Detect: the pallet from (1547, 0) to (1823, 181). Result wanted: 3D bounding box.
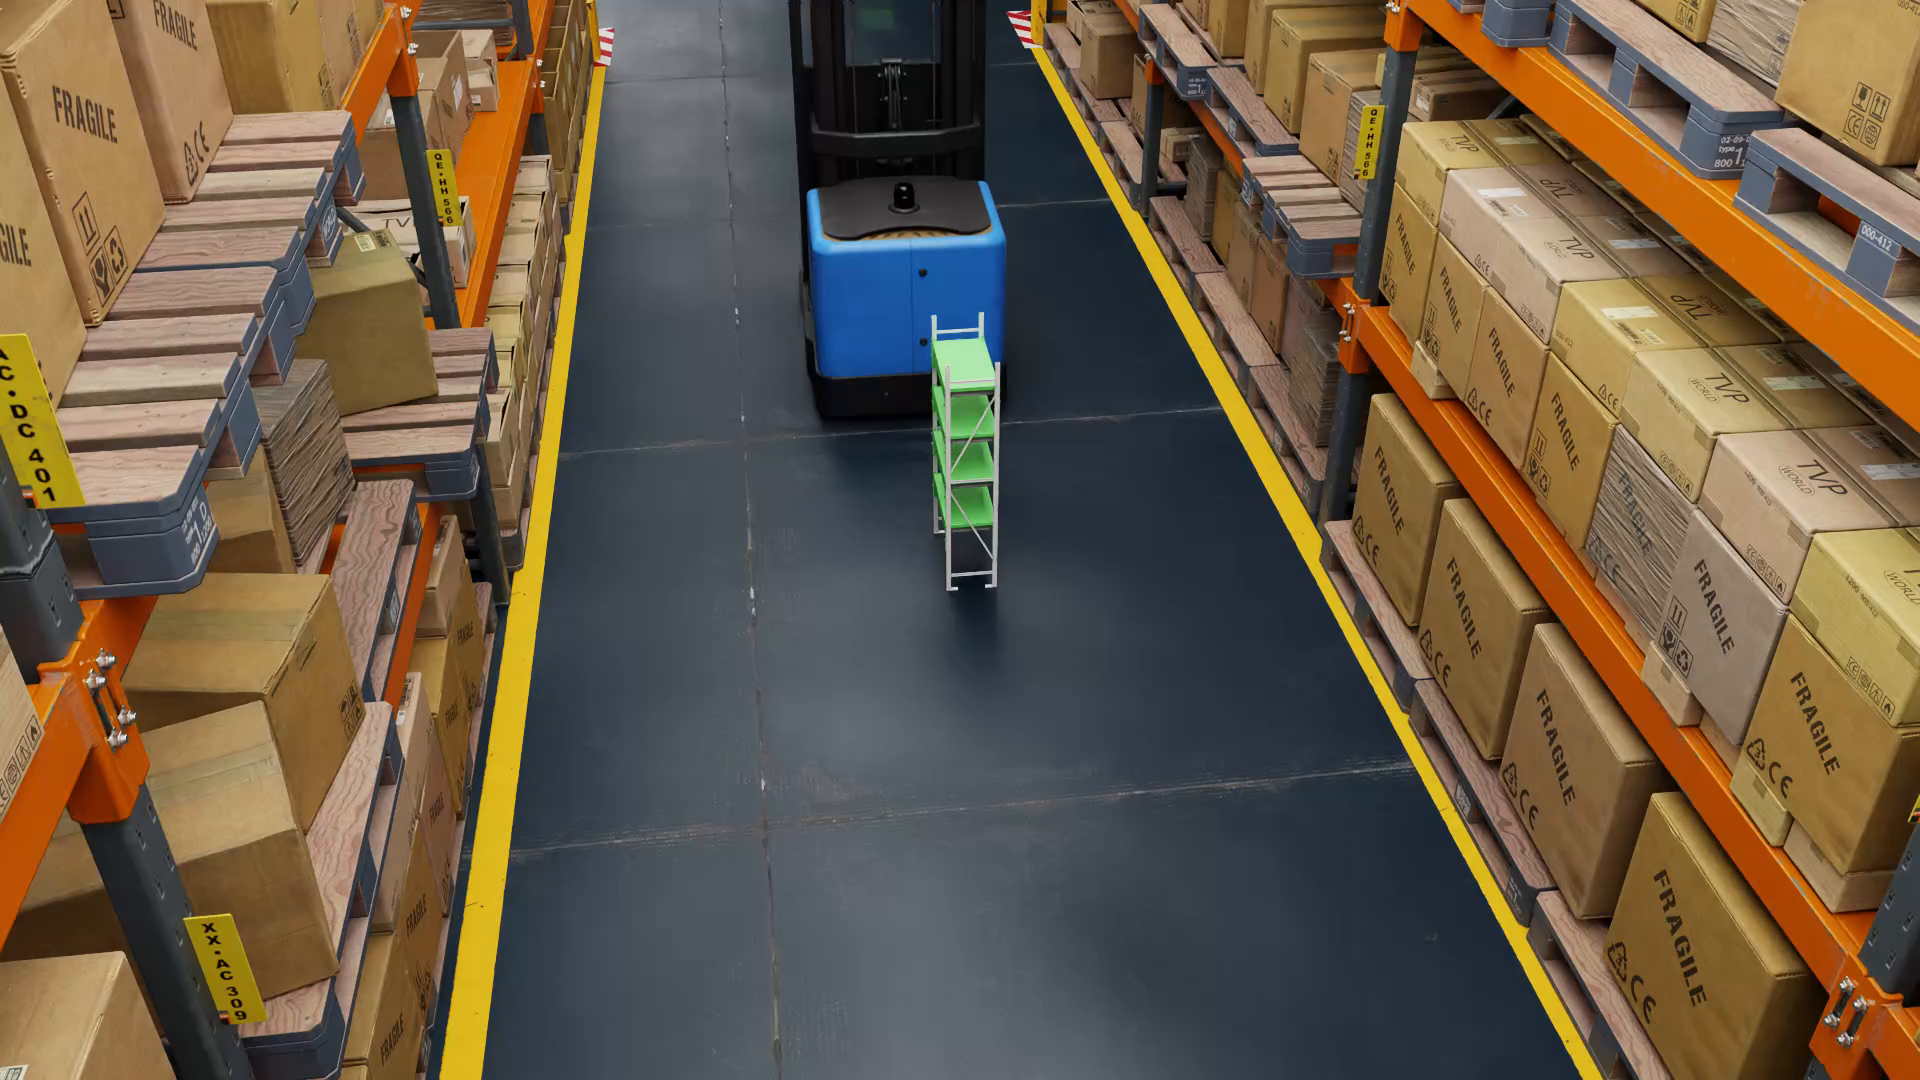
[{"bbox_3d":[2.584,-1.484,5.268,1.003,0.211,1.213,-3,34,-4],"label":"pallet"}]

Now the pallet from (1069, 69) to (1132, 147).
[{"bbox_3d":[1.461,-3.436,13.104,1.003,0.211,1.213,-4,35,-6],"label":"pallet"}]

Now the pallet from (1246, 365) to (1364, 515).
[{"bbox_3d":[2.188,-0.586,8.922,1.003,0.211,1.213,-4,35,-6],"label":"pallet"}]

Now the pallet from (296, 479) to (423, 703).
[{"bbox_3d":[-2.351,0.240,5.405,1.003,0.211,1.213,-4,35,-6],"label":"pallet"}]

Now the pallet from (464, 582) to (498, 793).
[{"bbox_3d":[-2.554,0.647,7.113,1.003,0.211,1.213,-4,35,-6],"label":"pallet"}]

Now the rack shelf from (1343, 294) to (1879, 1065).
[{"bbox_3d":[2.560,0.112,6.061,1.077,0.370,4.000,-4,35,-6],"label":"rack shelf"}]

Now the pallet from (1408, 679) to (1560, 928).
[{"bbox_3d":[2.484,0.976,6.631,1.003,0.211,1.213,-4,35,-6],"label":"pallet"}]

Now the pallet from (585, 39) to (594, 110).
[{"bbox_3d":[-3.548,-3.813,13.657,1.003,0.211,1.213,-4,35,-6],"label":"pallet"}]

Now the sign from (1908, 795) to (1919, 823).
[{"bbox_3d":[2.293,0.531,3.849,0.100,0.325,0.005,-4,35,-6],"label":"sign"}]

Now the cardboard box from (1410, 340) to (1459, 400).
[{"bbox_3d":[2.083,-0.709,6.832,0.380,0.149,0.250,-3,34,-5],"label":"cardboard box"}]

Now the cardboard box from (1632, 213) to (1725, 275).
[{"bbox_3d":[2.741,-0.975,5.980,0.500,0.250,0.500,-5,35,-8],"label":"cardboard box"}]

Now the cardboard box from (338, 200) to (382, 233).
[{"bbox_3d":[-2.844,-1.528,8.052,0.380,0.149,0.250,-2,34,-3],"label":"cardboard box"}]

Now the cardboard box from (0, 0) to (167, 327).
[{"bbox_3d":[-2.186,-0.846,3.614,0.600,0.600,0.600,-5,35,-7],"label":"cardboard box"}]

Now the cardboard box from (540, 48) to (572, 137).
[{"bbox_3d":[-2.982,-3.065,11.486,0.500,0.500,0.500,-4,35,-6],"label":"cardboard box"}]

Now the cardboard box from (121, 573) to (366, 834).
[{"bbox_3d":[-2.076,0.433,4.490,0.700,0.500,0.500,1,34,1],"label":"cardboard box"}]

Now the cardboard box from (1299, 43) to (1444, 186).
[{"bbox_3d":[2.116,-2.096,8.183,0.700,0.500,0.500,-8,35,-11],"label":"cardboard box"}]

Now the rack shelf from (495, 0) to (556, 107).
[{"bbox_3d":[-3.424,-3.975,12.059,1.077,0.370,4.000,-4,35,-6],"label":"rack shelf"}]

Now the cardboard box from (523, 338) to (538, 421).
[{"bbox_3d":[-2.541,-0.846,8.897,0.500,0.250,0.500,-5,35,-8],"label":"cardboard box"}]

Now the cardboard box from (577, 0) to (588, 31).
[{"bbox_3d":[-3.326,-4.459,13.532,0.500,0.500,0.500,-4,35,-6],"label":"cardboard box"}]

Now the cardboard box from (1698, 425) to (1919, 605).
[{"bbox_3d":[2.454,-0.079,4.666,0.500,0.250,0.500,-4,34,-5],"label":"cardboard box"}]

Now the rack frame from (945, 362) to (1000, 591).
[{"bbox_3d":[0.055,-0.267,7.577,0.240,1.200,0.015,-4,35,-6],"label":"rack frame"}]

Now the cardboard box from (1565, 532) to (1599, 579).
[{"bbox_3d":[2.352,-0.003,5.795,0.380,0.149,0.250,-3,34,-5],"label":"cardboard box"}]

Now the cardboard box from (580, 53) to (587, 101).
[{"bbox_3d":[-3.180,-3.592,12.926,0.500,0.250,0.500,-4,35,-6],"label":"cardboard box"}]

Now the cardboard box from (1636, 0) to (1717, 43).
[{"bbox_3d":[2.598,-1.897,5.226,0.700,0.500,0.500,-3,34,-4],"label":"cardboard box"}]

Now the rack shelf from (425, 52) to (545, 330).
[{"bbox_3d":[-2.886,-1.743,8.783,1.077,0.370,4.000,-4,35,-6],"label":"rack shelf"}]

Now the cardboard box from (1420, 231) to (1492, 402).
[{"bbox_3d":[2.164,-0.891,6.523,0.500,0.500,0.500,-3,34,-5],"label":"cardboard box"}]

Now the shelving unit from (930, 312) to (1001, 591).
[{"bbox_3d":[0.022,-0.403,7.777,0.258,1.200,0.503,-4,35,-6],"label":"shelving unit"}]

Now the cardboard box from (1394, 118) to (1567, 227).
[{"bbox_3d":[2.101,-1.495,6.744,0.500,0.250,0.500,-4,34,-5],"label":"cardboard box"}]

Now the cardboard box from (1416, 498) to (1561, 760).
[{"bbox_3d":[2.372,0.323,6.649,0.750,0.750,0.750,-5,35,-7],"label":"cardboard box"}]

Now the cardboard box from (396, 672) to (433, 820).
[{"bbox_3d":[-2.105,0.723,5.689,0.500,0.250,0.500,-5,35,-7],"label":"cardboard box"}]

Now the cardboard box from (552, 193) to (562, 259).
[{"bbox_3d":[-2.812,-1.984,10.567,0.500,0.250,0.500,-5,35,-7],"label":"cardboard box"}]

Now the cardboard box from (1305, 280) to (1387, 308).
[{"bbox_3d":[2.128,-1.481,8.923,0.500,0.250,0.500,-4,34,-5],"label":"cardboard box"}]

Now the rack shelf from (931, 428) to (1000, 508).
[{"bbox_3d":[0.022,-0.351,7.813,0.258,0.148,0.480,-4,35,-6],"label":"rack shelf"}]

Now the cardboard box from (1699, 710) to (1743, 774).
[{"bbox_3d":[2.456,0.572,4.953,0.380,0.149,0.250,-3,34,-5],"label":"cardboard box"}]

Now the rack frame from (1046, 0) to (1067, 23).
[{"bbox_3d":[1.215,-5.766,14.047,1.000,3.000,0.127,-4,35,-6],"label":"rack frame"}]

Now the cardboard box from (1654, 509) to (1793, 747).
[{"bbox_3d":[2.439,0.236,4.870,0.500,0.500,0.500,-4,34,-6],"label":"cardboard box"}]

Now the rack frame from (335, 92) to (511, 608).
[{"bbox_3d":[-2.617,-0.924,6.943,1.000,3.000,0.127,-4,35,-6],"label":"rack frame"}]

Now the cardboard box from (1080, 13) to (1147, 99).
[{"bbox_3d":[1.345,-3.791,12.978,0.700,0.500,0.500,-6,35,-9],"label":"cardboard box"}]

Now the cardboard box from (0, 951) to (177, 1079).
[{"bbox_3d":[-1.754,1.116,2.972,0.500,0.500,0.500,-4,34,-6],"label":"cardboard box"}]

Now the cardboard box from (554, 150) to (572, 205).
[{"bbox_3d":[-2.917,-2.476,11.288,0.500,0.250,0.500,-4,35,-6],"label":"cardboard box"}]

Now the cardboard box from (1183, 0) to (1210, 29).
[{"bbox_3d":[1.788,-3.470,10.199,0.700,0.500,0.500,-4,35,-6],"label":"cardboard box"}]

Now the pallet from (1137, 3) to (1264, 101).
[{"bbox_3d":[1.712,-3.017,10.184,1.003,0.211,1.213,-4,35,-6],"label":"pallet"}]

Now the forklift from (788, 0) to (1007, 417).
[{"bbox_3d":[-0.429,-2.701,9.611,1.130,2.935,3.031,-4,34,-6],"label":"forklift"}]

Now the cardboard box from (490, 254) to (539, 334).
[{"bbox_3d":[-2.611,-1.372,9.170,0.500,0.311,0.500,-5,35,-7],"label":"cardboard box"}]

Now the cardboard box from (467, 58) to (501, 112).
[{"bbox_3d":[-2.855,-2.624,9.557,0.396,0.266,0.258,-5,35,-8],"label":"cardboard box"}]

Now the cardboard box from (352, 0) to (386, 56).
[{"bbox_3d":[-2.525,-1.964,5.716,0.910,0.500,0.500,-4,35,-6],"label":"cardboard box"}]

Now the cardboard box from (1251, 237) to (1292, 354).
[{"bbox_3d":[2.094,-1.420,9.499,0.700,0.500,0.500,-5,35,-7],"label":"cardboard box"}]

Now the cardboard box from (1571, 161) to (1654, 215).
[{"bbox_3d":[2.675,-1.261,6.401,0.500,0.250,0.500,-5,35,-8],"label":"cardboard box"}]

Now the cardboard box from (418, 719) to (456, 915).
[{"bbox_3d":[-2.112,1.012,5.930,0.500,0.500,0.500,-6,35,-8],"label":"cardboard box"}]
